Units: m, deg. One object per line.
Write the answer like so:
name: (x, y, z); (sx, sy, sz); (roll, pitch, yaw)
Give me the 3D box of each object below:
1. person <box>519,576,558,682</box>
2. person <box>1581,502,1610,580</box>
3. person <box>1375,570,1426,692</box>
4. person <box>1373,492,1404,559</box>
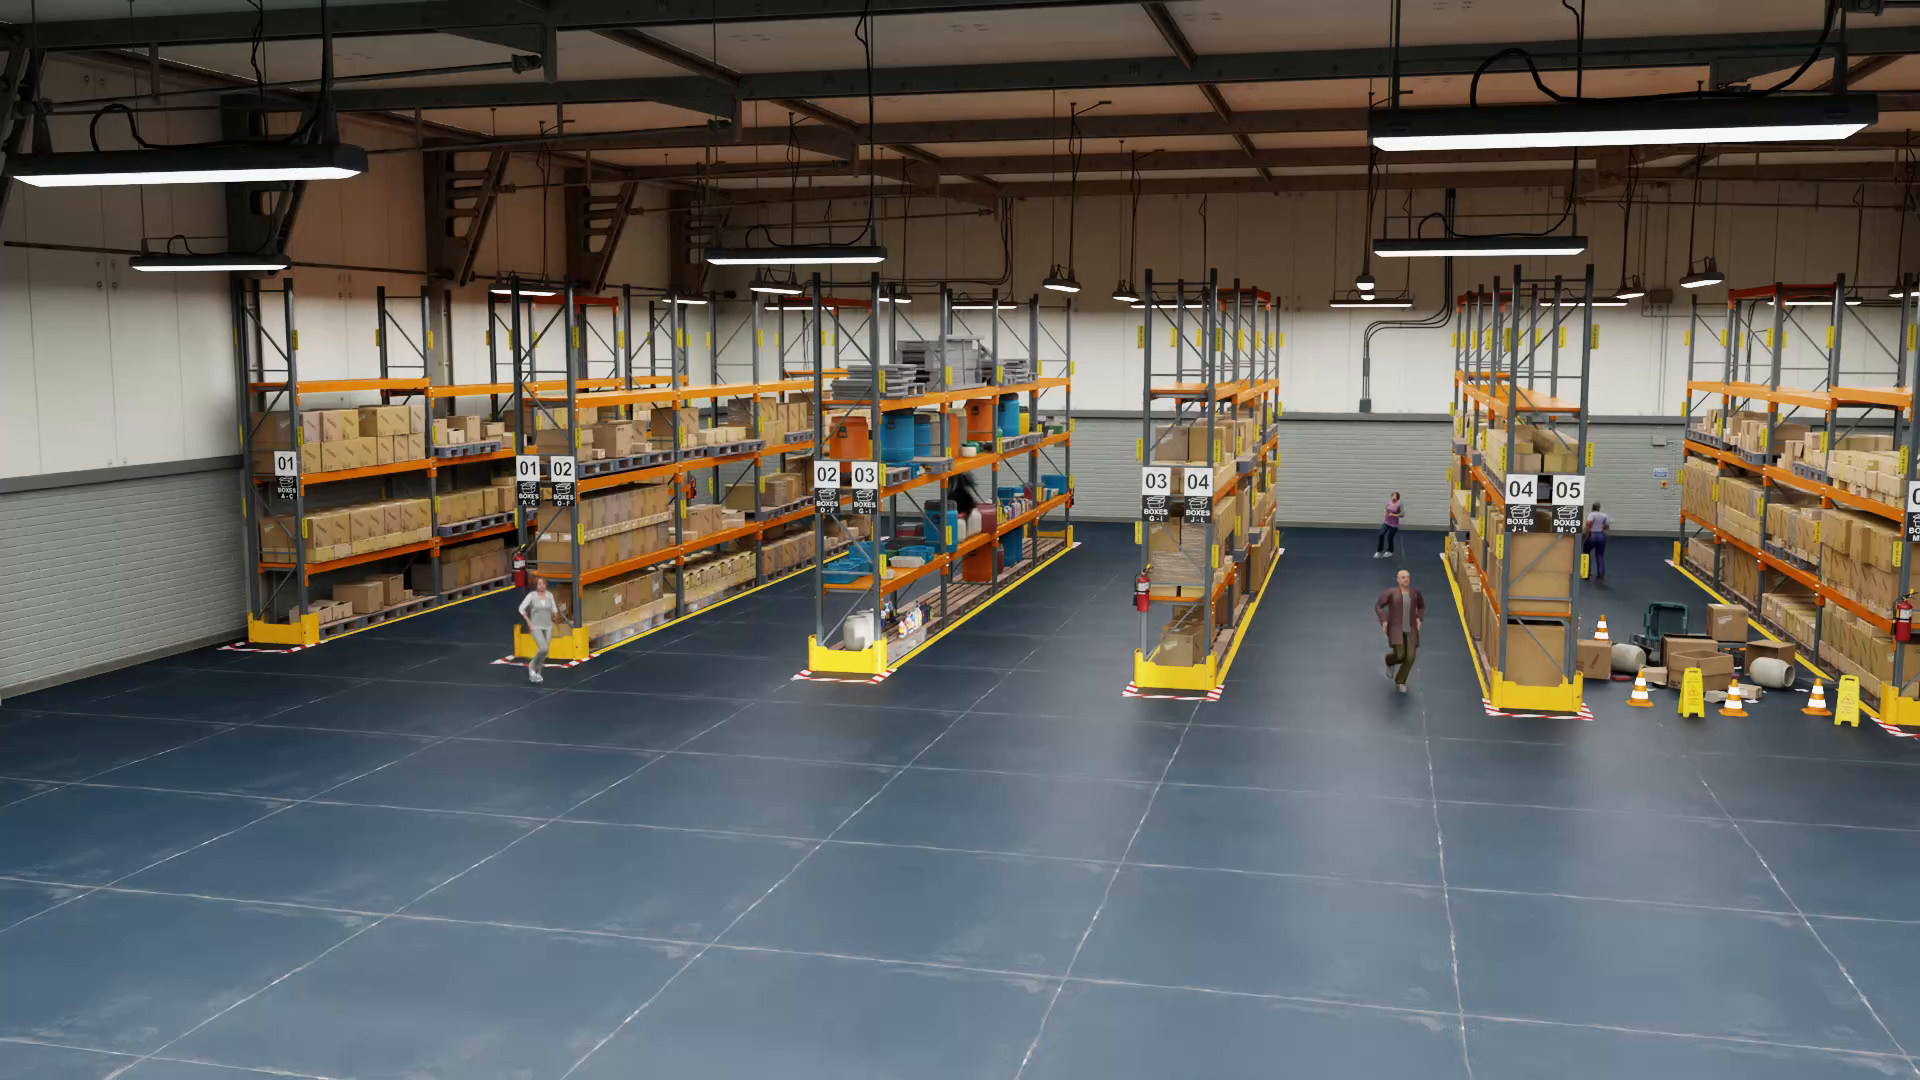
person: (-6.105, 1.313, 24.303); (0.515, 1.563, 0.597); (-6, 9, -40)
person: (13.267, 0.050, 34.700); (0.587, 1.697, 0.755); (0, 7, 2)
person: (6.352, 1.298, 23.927); (0.723, 1.744, 0.634); (-1, 7, -5)
person: (9.914, -0.347, 38.181); (0.630, 1.558, 0.632); (5, 9, 38)
